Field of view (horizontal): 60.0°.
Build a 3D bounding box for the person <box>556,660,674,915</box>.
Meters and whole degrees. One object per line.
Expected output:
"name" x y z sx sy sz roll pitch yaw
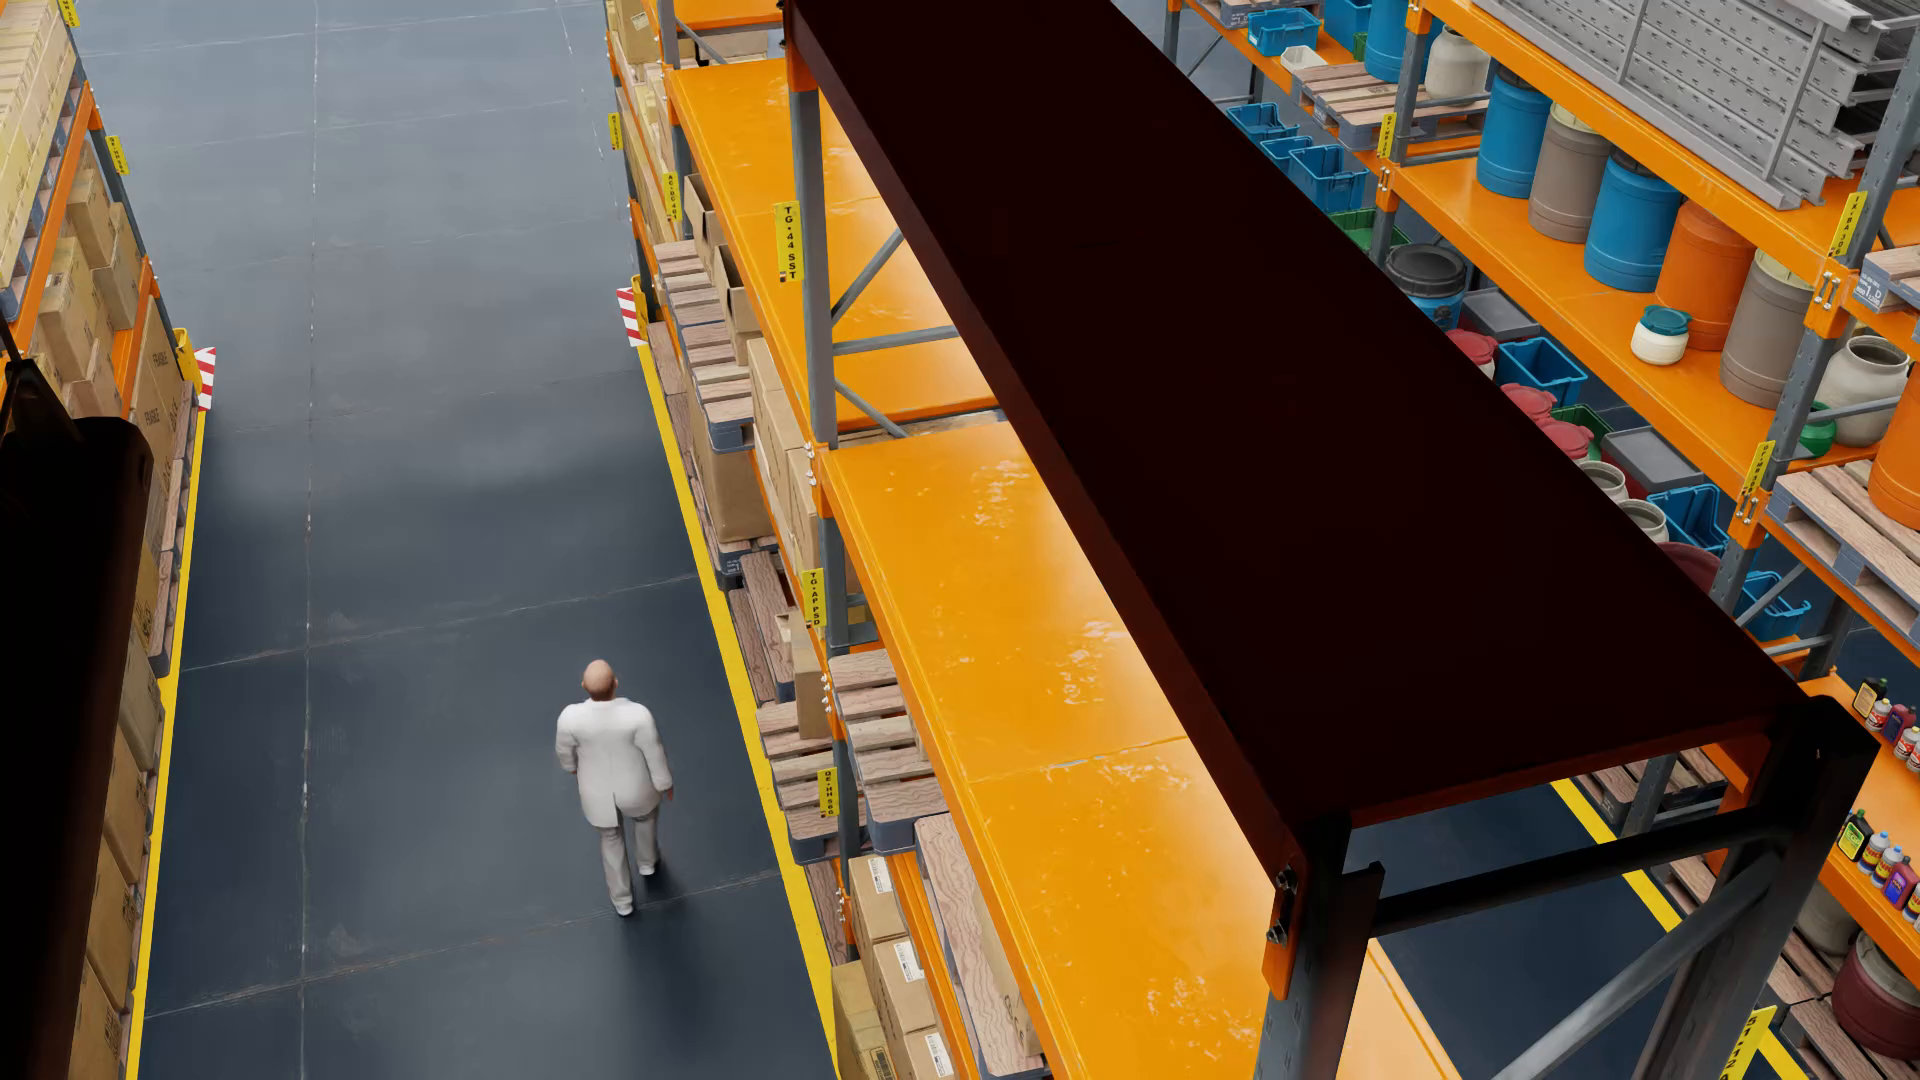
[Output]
"person" -1.985 1.390 9.672 0.651 1.828 0.658 -3 38 -3
